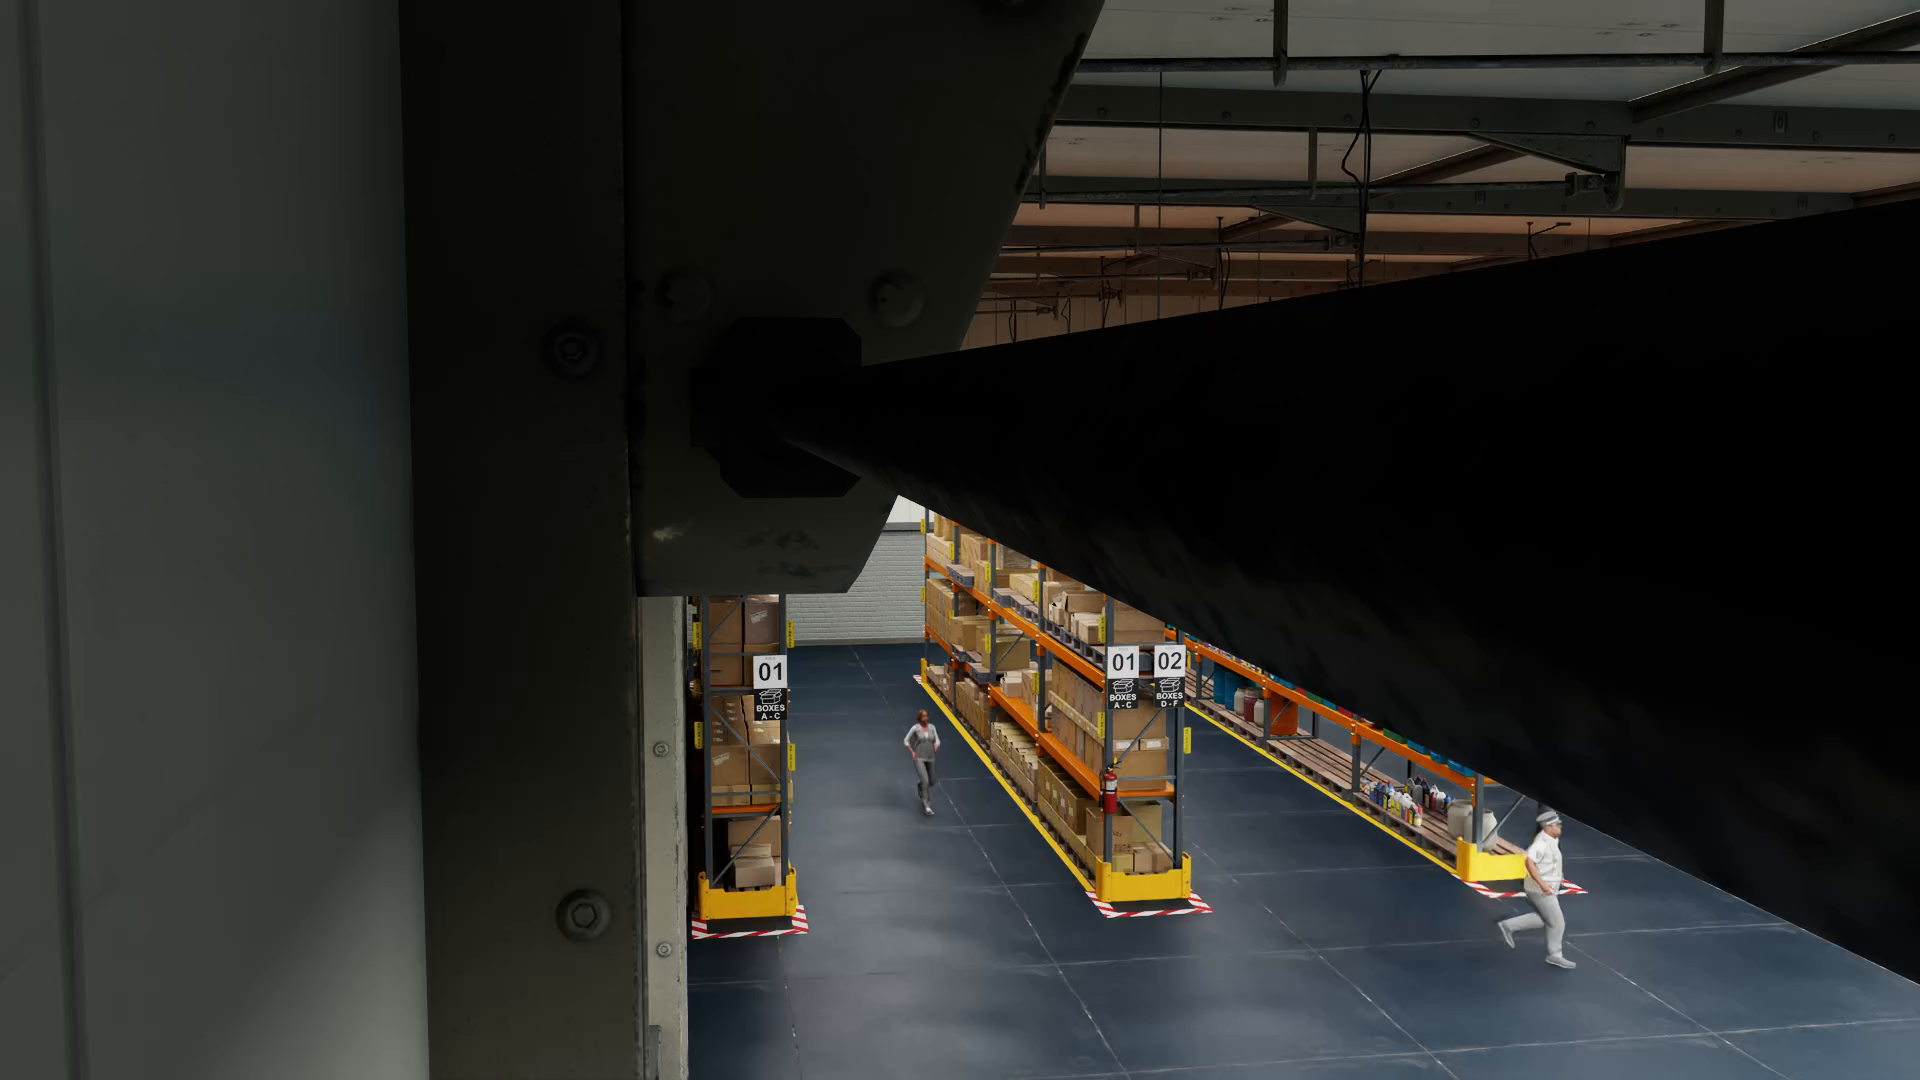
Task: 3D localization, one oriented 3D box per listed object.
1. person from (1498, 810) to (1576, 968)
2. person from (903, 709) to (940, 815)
[{"bbox_3d":[6.408,3.850,18.430,0.843,1.771,0.688,2,5,23],"label":"person"},{"bbox_3d":[-0.564,3.333,25.190,0.547,1.563,0.755,-2,5,-23],"label":"person"}]
